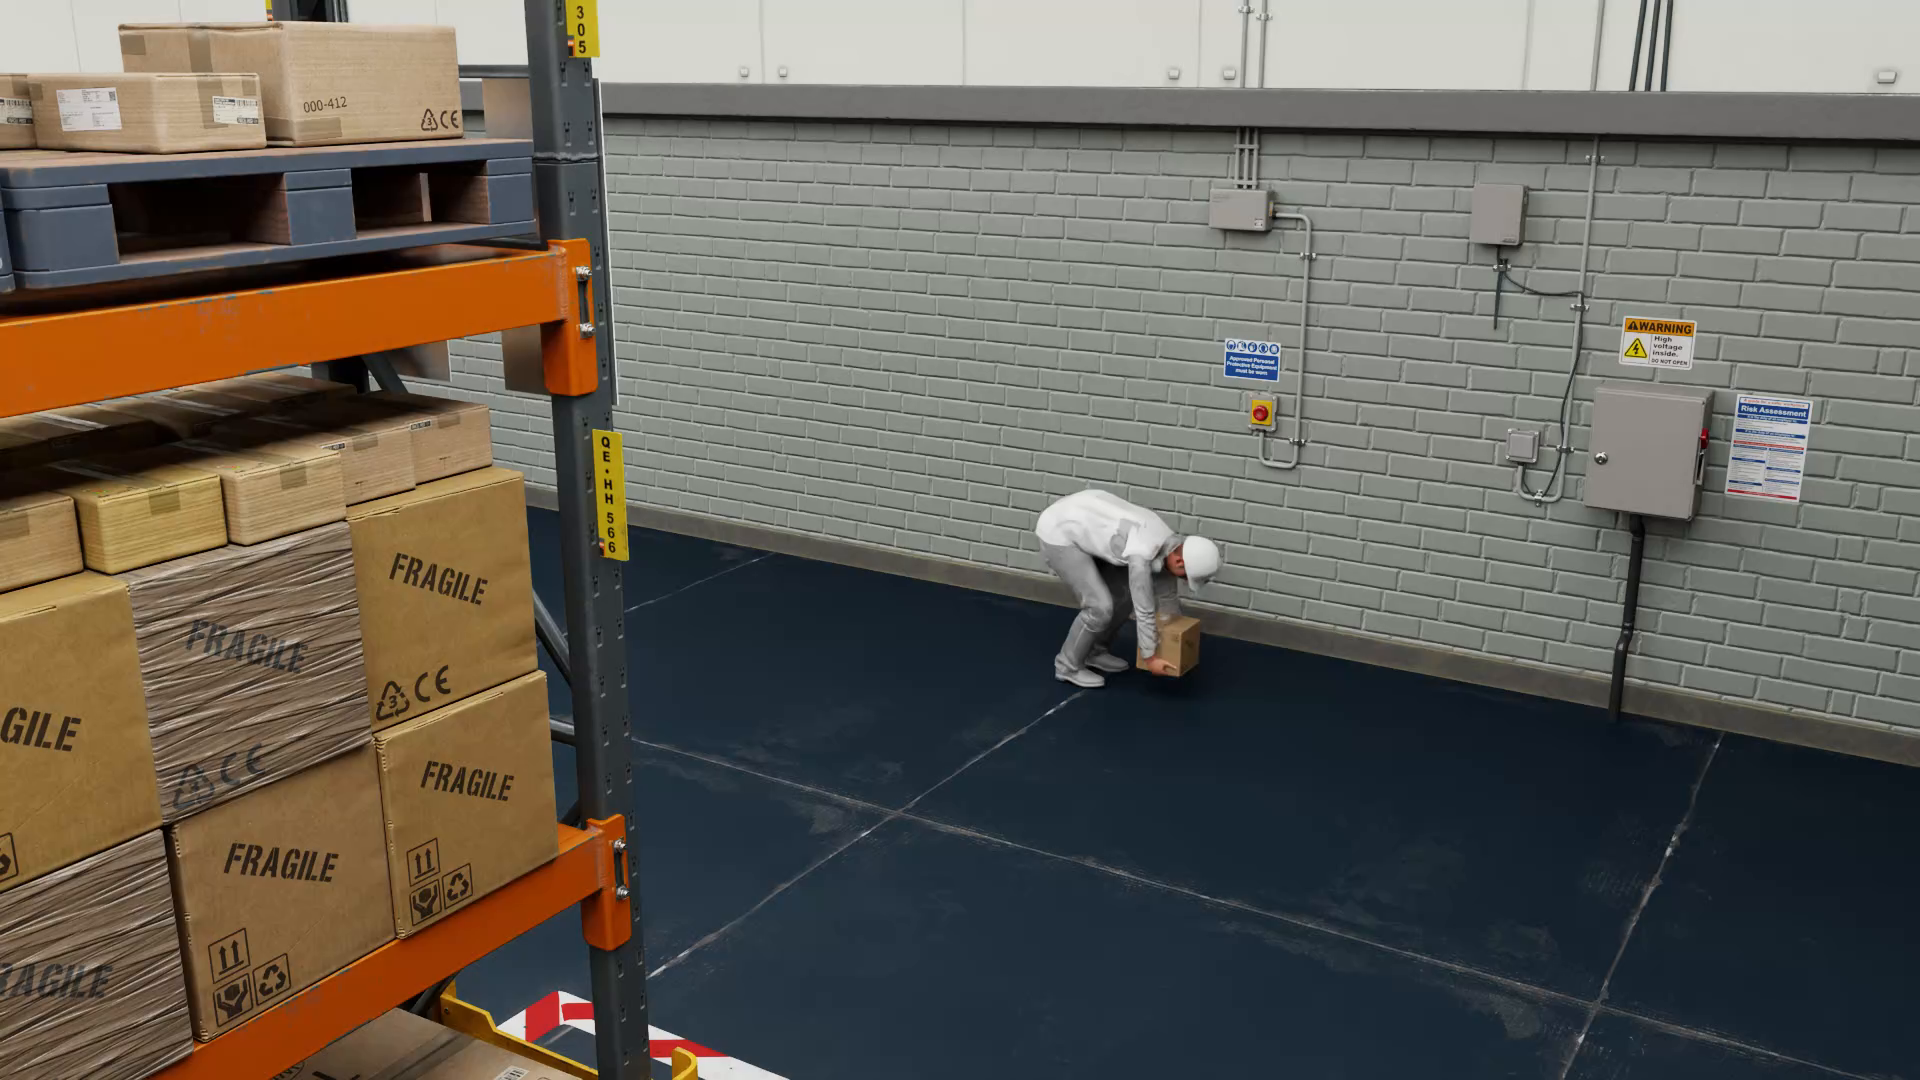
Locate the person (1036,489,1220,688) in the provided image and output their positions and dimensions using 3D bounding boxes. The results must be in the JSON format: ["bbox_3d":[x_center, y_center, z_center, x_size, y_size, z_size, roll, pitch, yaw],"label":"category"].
[{"bbox_3d":[0.898,0.270,8.868,1.005,1.041,0.495,9,18,28],"label":"person"}]
